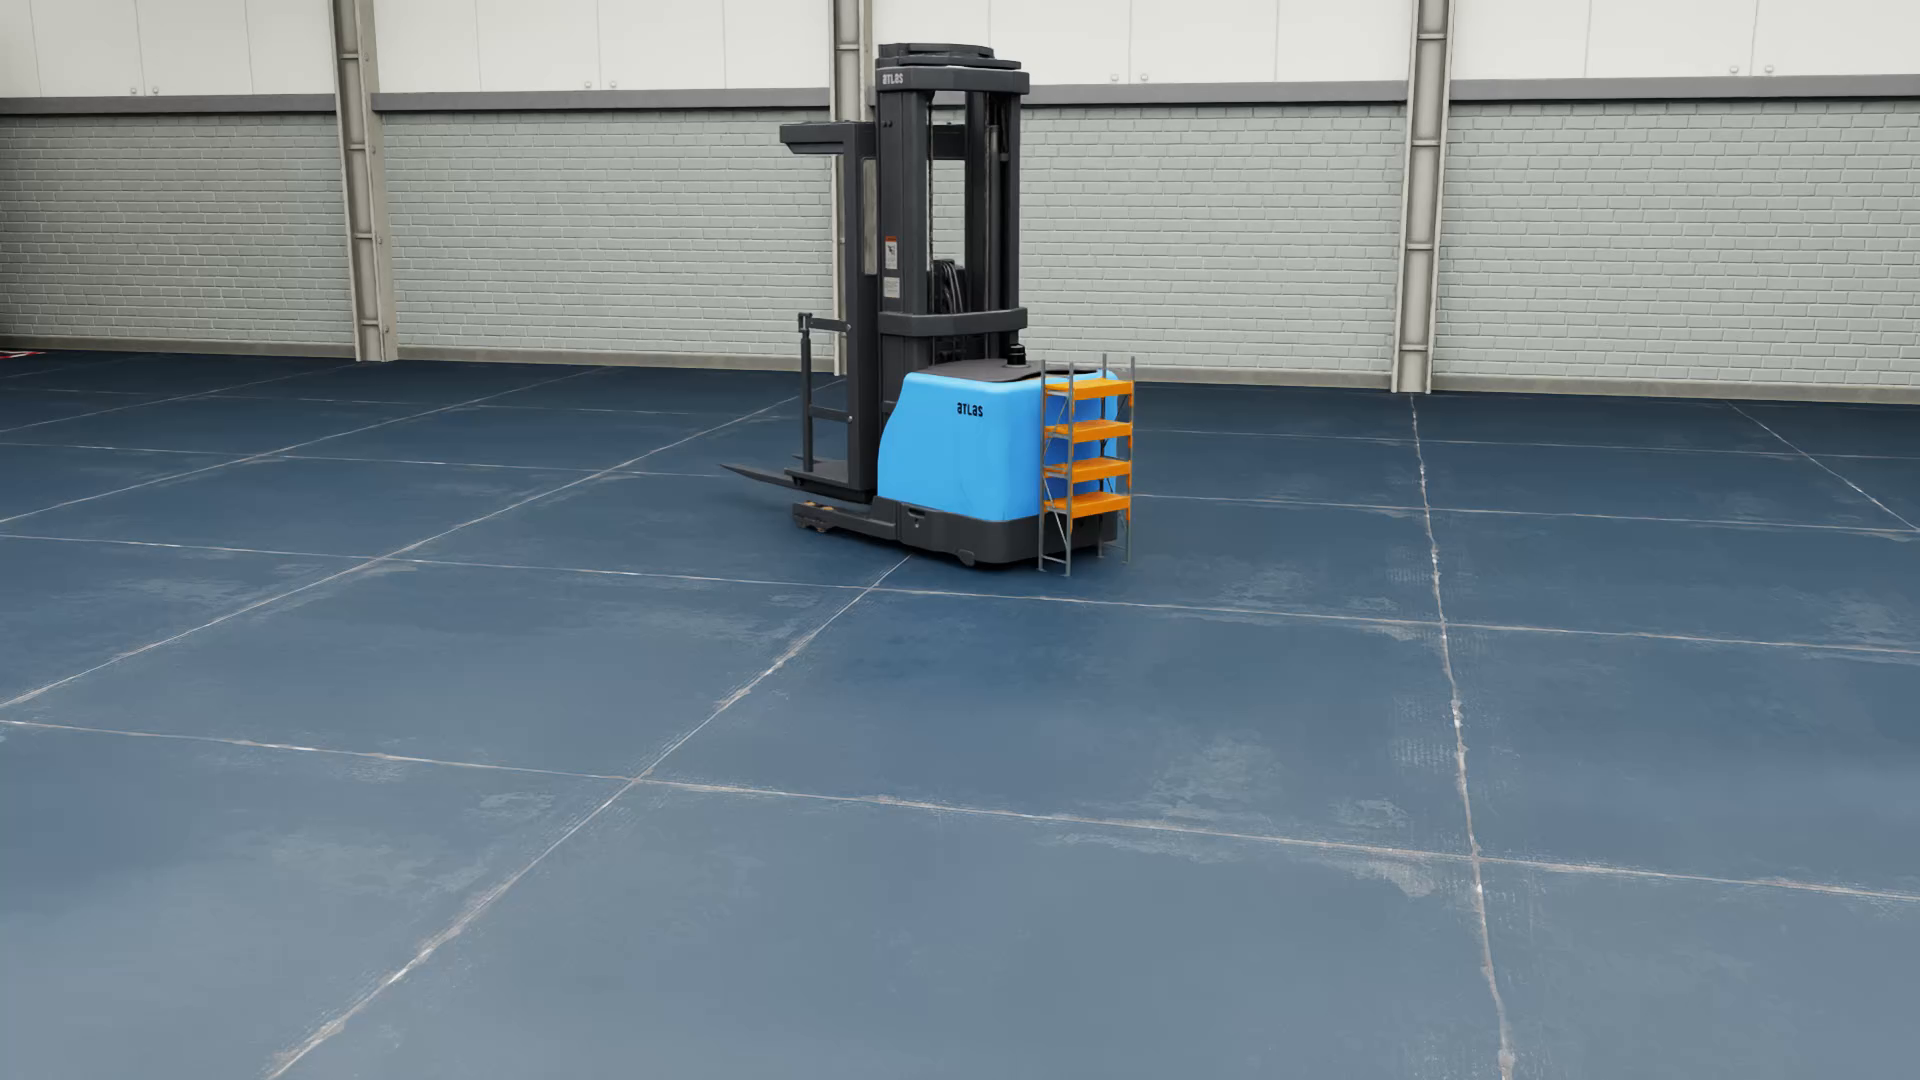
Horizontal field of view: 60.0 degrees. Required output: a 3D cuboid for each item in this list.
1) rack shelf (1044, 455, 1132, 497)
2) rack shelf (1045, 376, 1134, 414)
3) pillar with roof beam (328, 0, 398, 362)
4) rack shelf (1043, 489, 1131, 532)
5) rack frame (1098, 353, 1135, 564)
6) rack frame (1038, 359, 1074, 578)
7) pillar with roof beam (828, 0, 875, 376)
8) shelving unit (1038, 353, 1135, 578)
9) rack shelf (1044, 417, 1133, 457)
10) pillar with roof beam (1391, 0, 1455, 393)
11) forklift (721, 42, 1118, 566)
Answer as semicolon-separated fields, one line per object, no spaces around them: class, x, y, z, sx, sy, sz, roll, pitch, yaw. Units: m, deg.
rack shelf;0.715;-0.365;9.414;0.480;0.148;0.258;-11;17;-40
rack shelf;0.716;-0.813;9.312;0.480;0.148;0.258;-11;17;-40
pillar with roof beam;-8.027;-5.650;14.925;0.400;9.000;9.100;3;13;14
rack shelf;0.714;-0.171;9.458;0.480;0.148;0.258;-11;17;-40
rack frame;0.897;-0.465;9.557;0.015;1.200;0.240;-11;17;-40
rack frame;0.532;-0.395;9.241;0.015;1.200;0.240;-11;17;-40
pillar with roof beam;-2.202;-5.339;13.522;0.400;9.000;9.100;3;13;14
shelving unit;0.715;-0.430;9.399;0.503;1.200;0.258;-11;17;-40
rack shelf;0.715;-0.583;9.365;0.480;0.148;0.258;-11;17;-40
pillar with roof beam;3.623;-5.028;12.118;0.400;9.000;9.100;3;13;14
forklift;-0.413;-1.540;10.407;1.130;2.935;3.031;-11;17;-40
